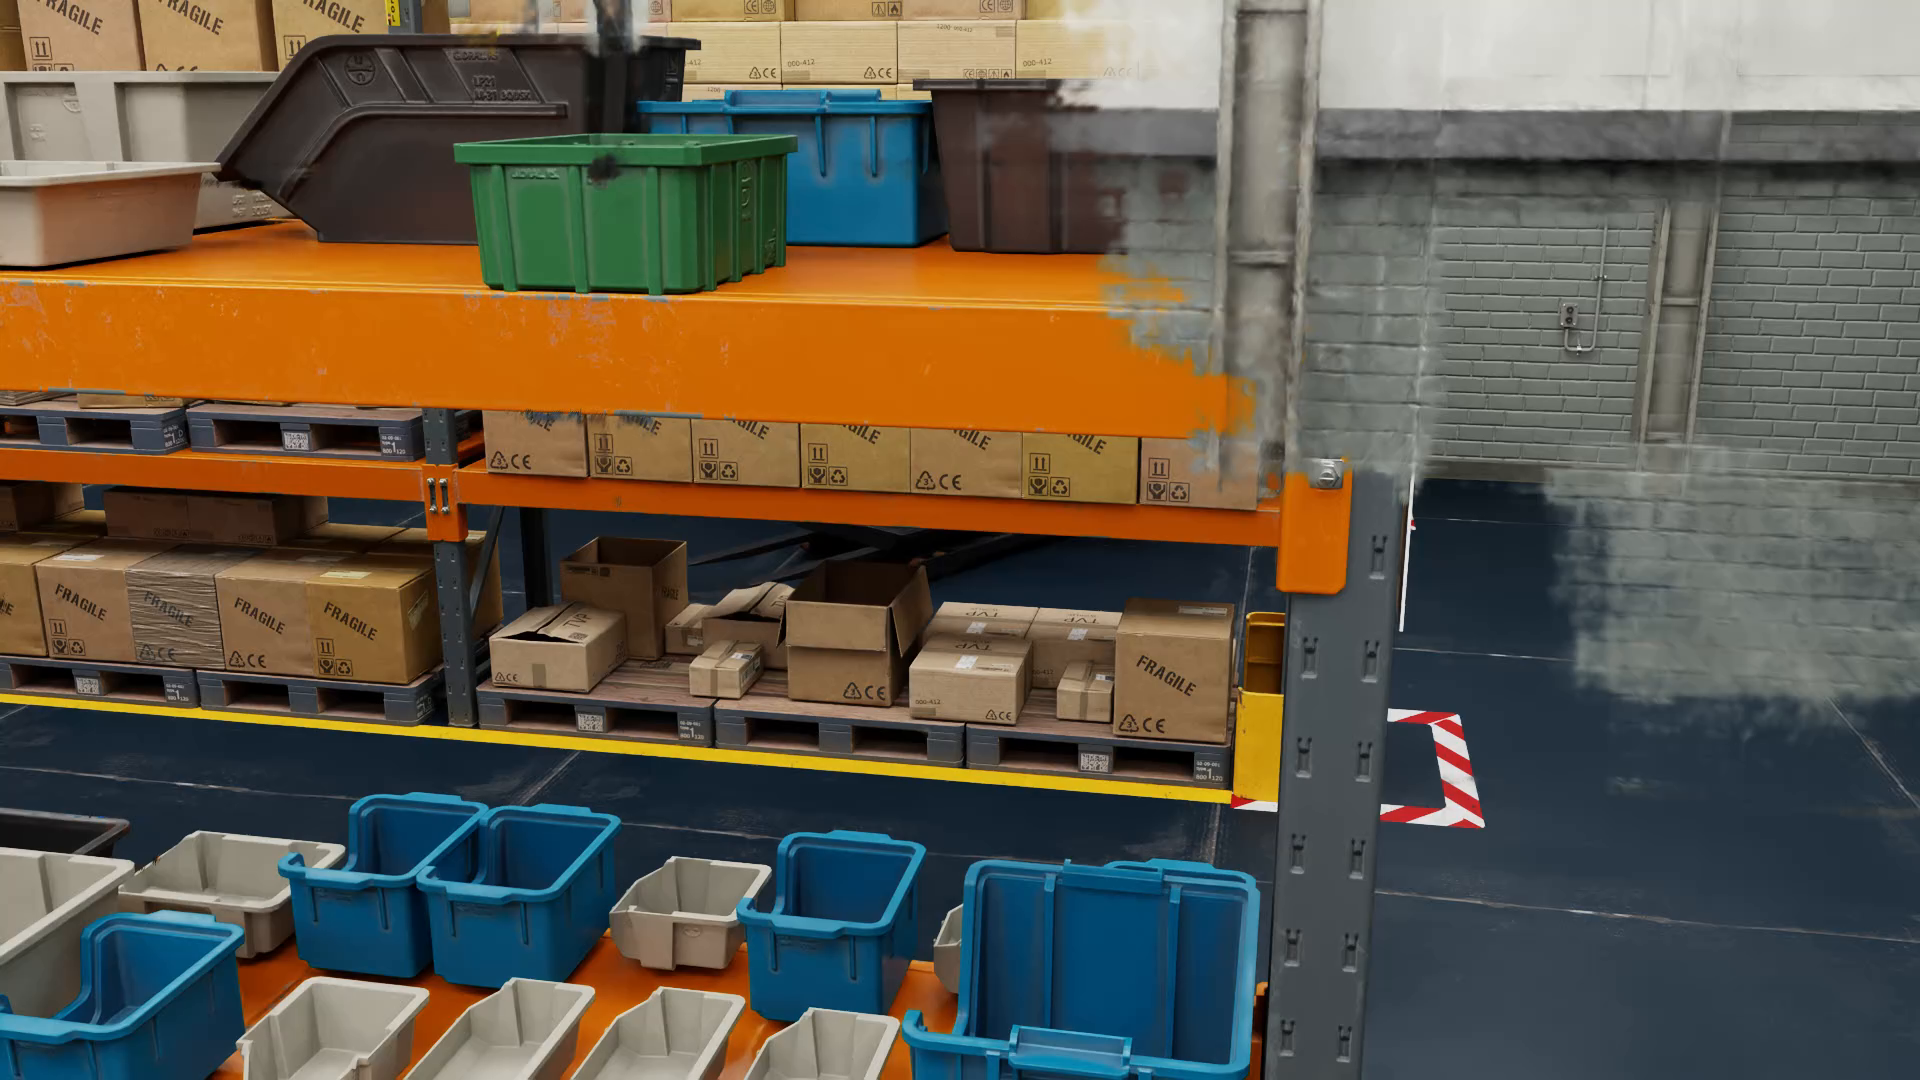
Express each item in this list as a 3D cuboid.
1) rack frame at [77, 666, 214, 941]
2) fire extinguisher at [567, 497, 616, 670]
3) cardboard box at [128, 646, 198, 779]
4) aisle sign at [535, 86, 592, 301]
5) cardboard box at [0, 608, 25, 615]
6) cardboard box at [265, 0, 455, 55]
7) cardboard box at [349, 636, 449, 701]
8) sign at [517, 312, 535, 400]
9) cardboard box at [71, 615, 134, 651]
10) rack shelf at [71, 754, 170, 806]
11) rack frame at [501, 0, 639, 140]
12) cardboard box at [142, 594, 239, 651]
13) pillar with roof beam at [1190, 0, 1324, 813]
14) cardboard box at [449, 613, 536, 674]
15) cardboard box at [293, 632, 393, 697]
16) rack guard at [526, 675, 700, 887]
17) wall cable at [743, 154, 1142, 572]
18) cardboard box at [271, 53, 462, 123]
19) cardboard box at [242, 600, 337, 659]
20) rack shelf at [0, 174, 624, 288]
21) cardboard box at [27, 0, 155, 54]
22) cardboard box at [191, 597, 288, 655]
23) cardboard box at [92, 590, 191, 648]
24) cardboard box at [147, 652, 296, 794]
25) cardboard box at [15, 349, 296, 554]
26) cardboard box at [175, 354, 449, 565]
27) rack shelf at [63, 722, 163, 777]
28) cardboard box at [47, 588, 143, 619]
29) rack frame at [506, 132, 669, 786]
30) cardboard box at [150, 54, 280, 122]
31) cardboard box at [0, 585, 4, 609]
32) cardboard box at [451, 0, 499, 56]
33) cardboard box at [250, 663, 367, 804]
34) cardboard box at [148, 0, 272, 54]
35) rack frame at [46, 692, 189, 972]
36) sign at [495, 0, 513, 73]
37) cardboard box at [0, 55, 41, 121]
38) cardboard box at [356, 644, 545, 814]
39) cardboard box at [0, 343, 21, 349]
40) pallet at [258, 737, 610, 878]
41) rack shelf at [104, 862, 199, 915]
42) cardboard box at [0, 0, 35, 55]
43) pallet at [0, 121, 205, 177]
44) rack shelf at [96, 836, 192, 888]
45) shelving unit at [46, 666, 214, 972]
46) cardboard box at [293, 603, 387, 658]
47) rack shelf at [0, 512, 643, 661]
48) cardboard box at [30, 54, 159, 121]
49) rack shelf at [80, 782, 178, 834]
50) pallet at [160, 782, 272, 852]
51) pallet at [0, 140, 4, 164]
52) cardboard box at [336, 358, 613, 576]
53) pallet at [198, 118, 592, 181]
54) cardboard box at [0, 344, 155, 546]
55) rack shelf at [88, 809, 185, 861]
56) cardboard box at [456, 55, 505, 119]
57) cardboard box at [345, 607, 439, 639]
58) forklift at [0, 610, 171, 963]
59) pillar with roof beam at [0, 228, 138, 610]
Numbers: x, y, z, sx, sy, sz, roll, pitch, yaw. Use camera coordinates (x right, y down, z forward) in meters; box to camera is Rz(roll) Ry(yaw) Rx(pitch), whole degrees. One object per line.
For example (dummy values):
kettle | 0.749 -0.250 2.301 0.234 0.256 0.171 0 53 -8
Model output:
rack frame | 1.088 -0.574 11.228 0.240 1.200 0.006 2 26 6
fire extinguisher | 2.606 -1.391 11.738 0.183 0.674 0.296 3 16 11
cardboard box | 0.337 -0.825 12.748 0.500 0.500 0.700 3 16 12
aisle sign | 2.561 -2.907 11.498 0.004 0.787 0.394 3 16 11
cardboard box | -0.358 -1.127 12.623 0.250 0.149 0.380 4 16 13
cardboard box | 1.778 -3.689 11.475 0.500 0.500 0.500 3 16 11
cardboard box | 1.682 -1.017 12.226 0.250 0.149 0.380 3 16 10
sign | 2.428 -2.268 11.447 0.005 0.325 0.100 3 16 11
cardboard box | 0.153 -1.100 12.523 0.250 0.149 0.380 3 16 9
rack shelf | 1.074 -0.712 11.062 0.258 0.103 0.180 2 26 6
rack frame | 2.550 -4.628 11.342 0.127 3.000 1.000 3 16 11
cardboard box | 0.516 -1.184 12.829 0.250 0.149 0.380 3 16 10
pillar with roof beam | 4.510 -3.584 7.574 0.400 9.000 9.100 3 16 11
cardboard box | 2.007 -1.104 12.538 0.250 0.149 0.380 3 16 11
cardboard box | 1.431 -1.031 12.275 0.250 0.149 0.380 4 16 13
rack guard | 2.574 -0.531 12.472 0.348 0.500 1.175 3 16 11
wall cable | 3.993 -2.406 12.654 1.851 1.984 0.084 3 16 11
cardboard box | 1.780 -3.330 11.583 0.500 0.250 0.500 4 16 13
cardboard box | 1.015 -1.157 12.732 0.250 0.149 0.380 3 16 12
rack shelf | 0.590 -2.942 12.222 4.000 0.370 1.077 3 16 11
cardboard box | 0.777 -3.745 11.674 0.500 0.500 0.500 2 16 9
cardboard box | 0.764 -1.171 12.780 0.250 0.149 0.380 3 16 12
cardboard box | 0.263 -1.198 12.878 0.250 0.149 0.380 3 16 12
cardboard box | 0.861 -0.799 12.652 0.500 0.500 0.700 3 16 9
cardboard box | 0.588 -1.984 12.475 0.700 0.700 0.980 2 16 8
cardboard box | 1.333 -1.942 12.320 0.700 0.700 0.980 3 16 11
rack shelf | 1.071 -0.820 11.010 0.258 0.103 0.180 2 26 6
cardboard box | 0.015 -1.212 12.927 0.250 0.149 0.380 3 16 9
rack frame | 2.550 -1.737 12.143 0.127 3.000 1.000 3 16 11
cardboard box | 1.269 -3.357 11.682 0.500 0.250 0.500 3 16 9
cardboard box | -0.760 -1.253 13.077 0.250 0.149 0.380 3 16 11
cardboard box | 1.883 -3.824 11.961 0.500 0.500 0.500 2 16 9
cardboard box | 1.354 -0.772 12.556 0.500 0.500 0.700 3 16 11
cardboard box | 1.290 -3.719 11.582 0.500 0.500 0.500 4 16 13
rack frame | 1.068 -0.496 11.064 0.240 1.200 0.006 2 26 6
sign | 2.428 -3.430 11.125 0.005 0.325 0.100 3 16 11
cardboard box | 0.256 -3.411 11.876 0.500 0.250 0.500 3 16 10
cardboard box | 1.844 -0.745 12.460 0.500 0.500 0.700 3 16 11
cardboard box | -0.841 -2.061 12.751 0.700 0.700 0.980 3 16 12
pallet | 1.751 -0.415 12.594 1.213 0.211 1.003 3 16 11
rack shelf | 1.084 -0.279 11.268 0.258 0.103 0.180 2 26 6
cardboard box | 0.263 -3.773 11.776 0.500 0.500 0.500 3 16 11
pallet | 0.622 -3.241 12.119 1.213 0.211 1.003 3 16 11
rack shelf | 1.081 -0.387 11.217 0.258 0.103 0.180 2 26 6
shelving unit | 1.078 -0.535 11.146 0.258 1.200 0.189 2 26 6
cardboard box | 1.265 -1.144 12.683 0.250 0.149 0.380 3 16 12
rack shelf | 0.590 -1.496 12.623 4.000 0.370 1.077 3 16 11
cardboard box | 0.758 -3.384 11.777 0.500 0.250 0.500 3 16 9
rack shelf | 1.076 -0.603 11.113 0.258 0.103 0.180 2 26 6
pallet | 0.559 -0.480 12.831 1.213 0.211 1.003 3 16 11
pallet | -0.570 -3.306 12.355 1.213 0.211 1.003 3 16 11
cardboard box | 2.048 -1.906 12.191 0.700 0.700 0.980 4 16 14
pallet | 1.821 -3.176 11.887 1.213 0.211 1.003 3 16 11
cardboard box | -0.127 -2.021 12.606 0.700 0.700 0.980 3 16 10
rack shelf | 1.079 -0.495 11.165 0.258 0.103 0.180 2 26 6
cardboard box | 1.884 -3.464 12.065 0.500 0.250 0.500 4 16 14
cardboard box | 1.510 -1.130 12.635 0.250 0.149 0.380 3 16 11
forklift | -0.426 -1.290 10.658 1.130 2.935 3.031 14 21 41
pillar with roof beam | -1.369 -3.903 8.727 0.400 9.000 9.100 3 16 11
